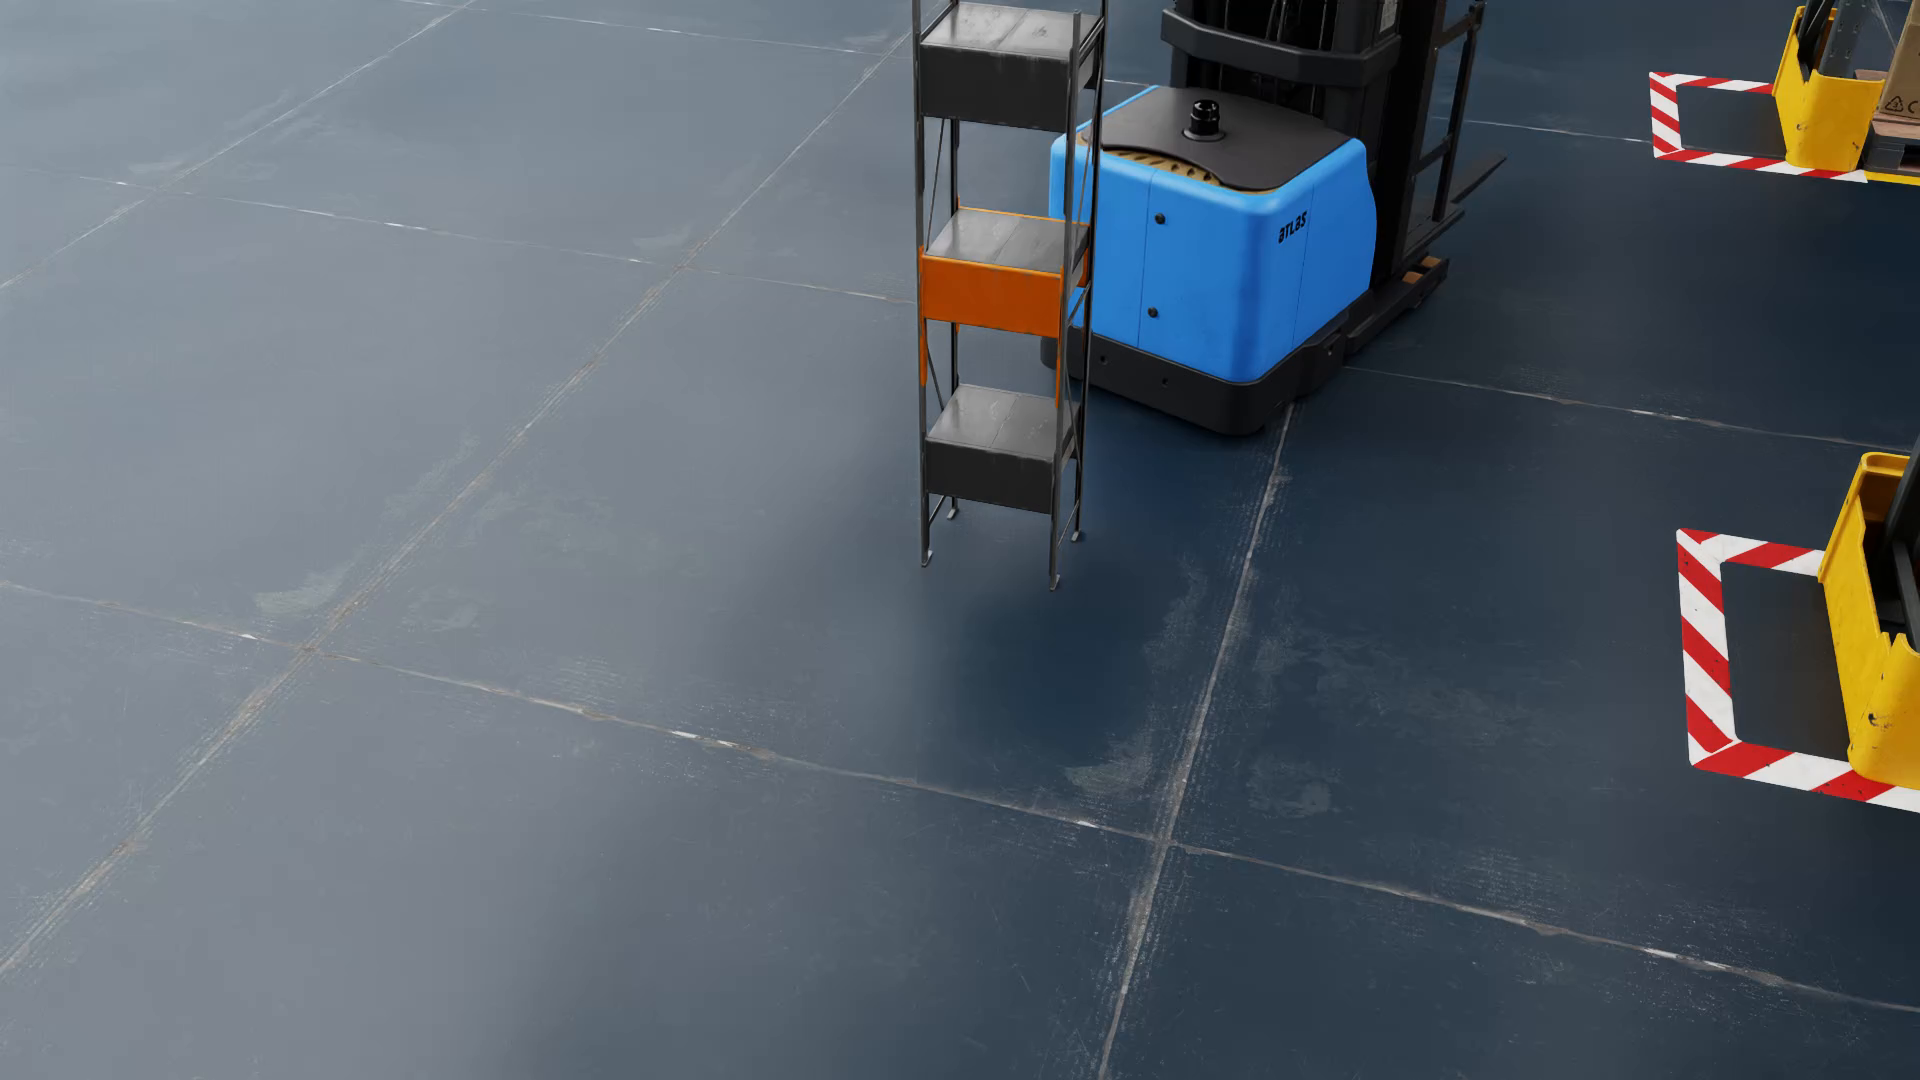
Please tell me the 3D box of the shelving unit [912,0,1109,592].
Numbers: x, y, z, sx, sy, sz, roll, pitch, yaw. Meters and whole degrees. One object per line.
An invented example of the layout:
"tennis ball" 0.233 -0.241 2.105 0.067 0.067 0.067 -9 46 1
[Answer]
"shelving unit" 0.158 -0.816 5.588 0.503 2.100 0.431 10 38 14

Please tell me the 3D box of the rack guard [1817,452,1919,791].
"rack guard" 3.148 0.245 5.496 0.348 0.500 1.175 10 38 14

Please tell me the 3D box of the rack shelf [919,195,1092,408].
"rack shelf" 0.158 -0.805 5.596 0.480 0.518 0.431 10 38 14

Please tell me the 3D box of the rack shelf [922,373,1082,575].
"rack shelf" 0.158 -0.242 6.011 0.480 0.518 0.431 10 38 14

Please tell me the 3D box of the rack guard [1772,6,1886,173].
"rack guard" 4.818 -2.526 9.260 0.348 0.500 1.175 10 38 14

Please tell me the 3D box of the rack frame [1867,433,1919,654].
"rack frame" 3.170 -0.758 4.749 0.127 3.000 1.000 10 38 14

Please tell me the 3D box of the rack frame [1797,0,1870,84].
"rack frame" 4.746 -3.546 8.538 0.127 3.000 1.000 10 38 14

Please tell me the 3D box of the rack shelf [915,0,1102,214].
"rack shelf" 0.158 -1.369 5.181 0.480 0.518 0.431 10 38 14

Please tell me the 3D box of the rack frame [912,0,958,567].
"rack frame" -0.075 -0.860 5.646 0.015 2.100 0.400 10 38 14

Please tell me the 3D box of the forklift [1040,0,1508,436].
"forklift" 1.643 -2.417 7.061 1.130 2.935 3.031 25 43 29

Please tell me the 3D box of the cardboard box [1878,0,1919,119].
"cardboard box" 5.337 -2.589 8.991 0.500 0.500 0.500 18 40 22

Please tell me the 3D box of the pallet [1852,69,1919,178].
"pallet" 5.583 -2.246 9.124 1.213 0.211 1.003 10 38 14

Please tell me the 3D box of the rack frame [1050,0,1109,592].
"rack frame" 0.391 -0.773 5.529 0.015 2.100 0.400 10 38 14
